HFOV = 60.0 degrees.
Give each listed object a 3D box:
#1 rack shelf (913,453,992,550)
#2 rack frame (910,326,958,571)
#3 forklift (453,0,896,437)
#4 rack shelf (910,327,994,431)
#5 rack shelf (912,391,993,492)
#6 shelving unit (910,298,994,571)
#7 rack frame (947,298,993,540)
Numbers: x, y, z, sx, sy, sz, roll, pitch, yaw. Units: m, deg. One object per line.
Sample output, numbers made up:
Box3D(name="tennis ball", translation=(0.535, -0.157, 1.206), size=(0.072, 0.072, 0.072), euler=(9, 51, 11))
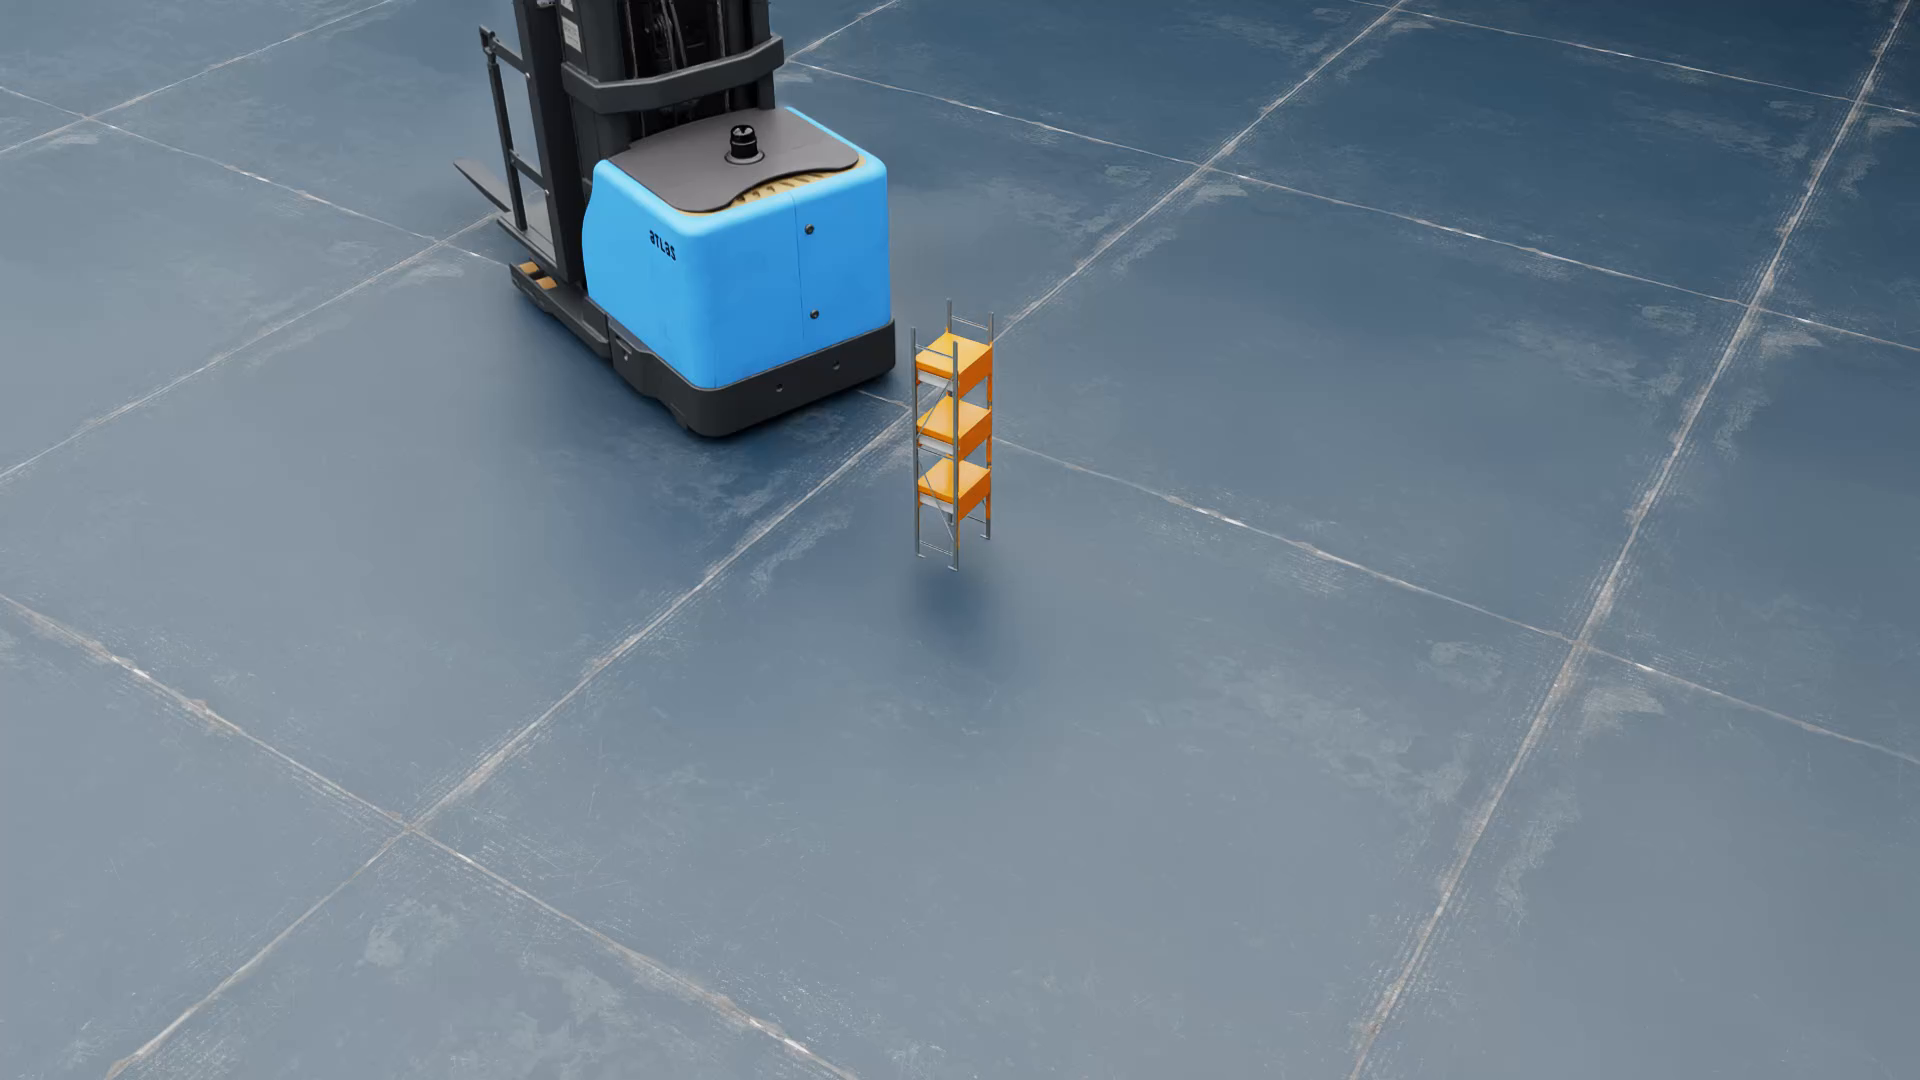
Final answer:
Box3D(name="rack shelf", translation=(-0.029, -0.160, 6.570), size=(0.215, 0.259, 0.240), euler=(21, 42, 25))
Box3D(name="rack frame", translation=(-0.094, -0.325, 6.312), size=(0.200, 1.050, 0.008), euler=(21, 42, 25))
Box3D(name="forklift", translation=(-1.589, -2.454, 7.532), size=(1.130, 2.935, 3.031), euler=(-25, 44, -29))
Box3D(name="rack shelf", translation=(-0.029, -0.605, 6.227), size=(0.215, 0.259, 0.240), euler=(21, 42, 25))
Box3D(name="rack shelf", translation=(-0.029, -0.380, 6.400), size=(0.215, 0.259, 0.240), euler=(21, 42, 25))
Box3D(name="shelving unit", translation=(-0.029, -0.388, 6.394), size=(0.215, 1.050, 0.252), euler=(21, 42, 25))
Box3D(name="rack frame", translation=(0.037, -0.451, 6.475), size=(0.200, 1.050, 0.008), euler=(21, 42, 25))
